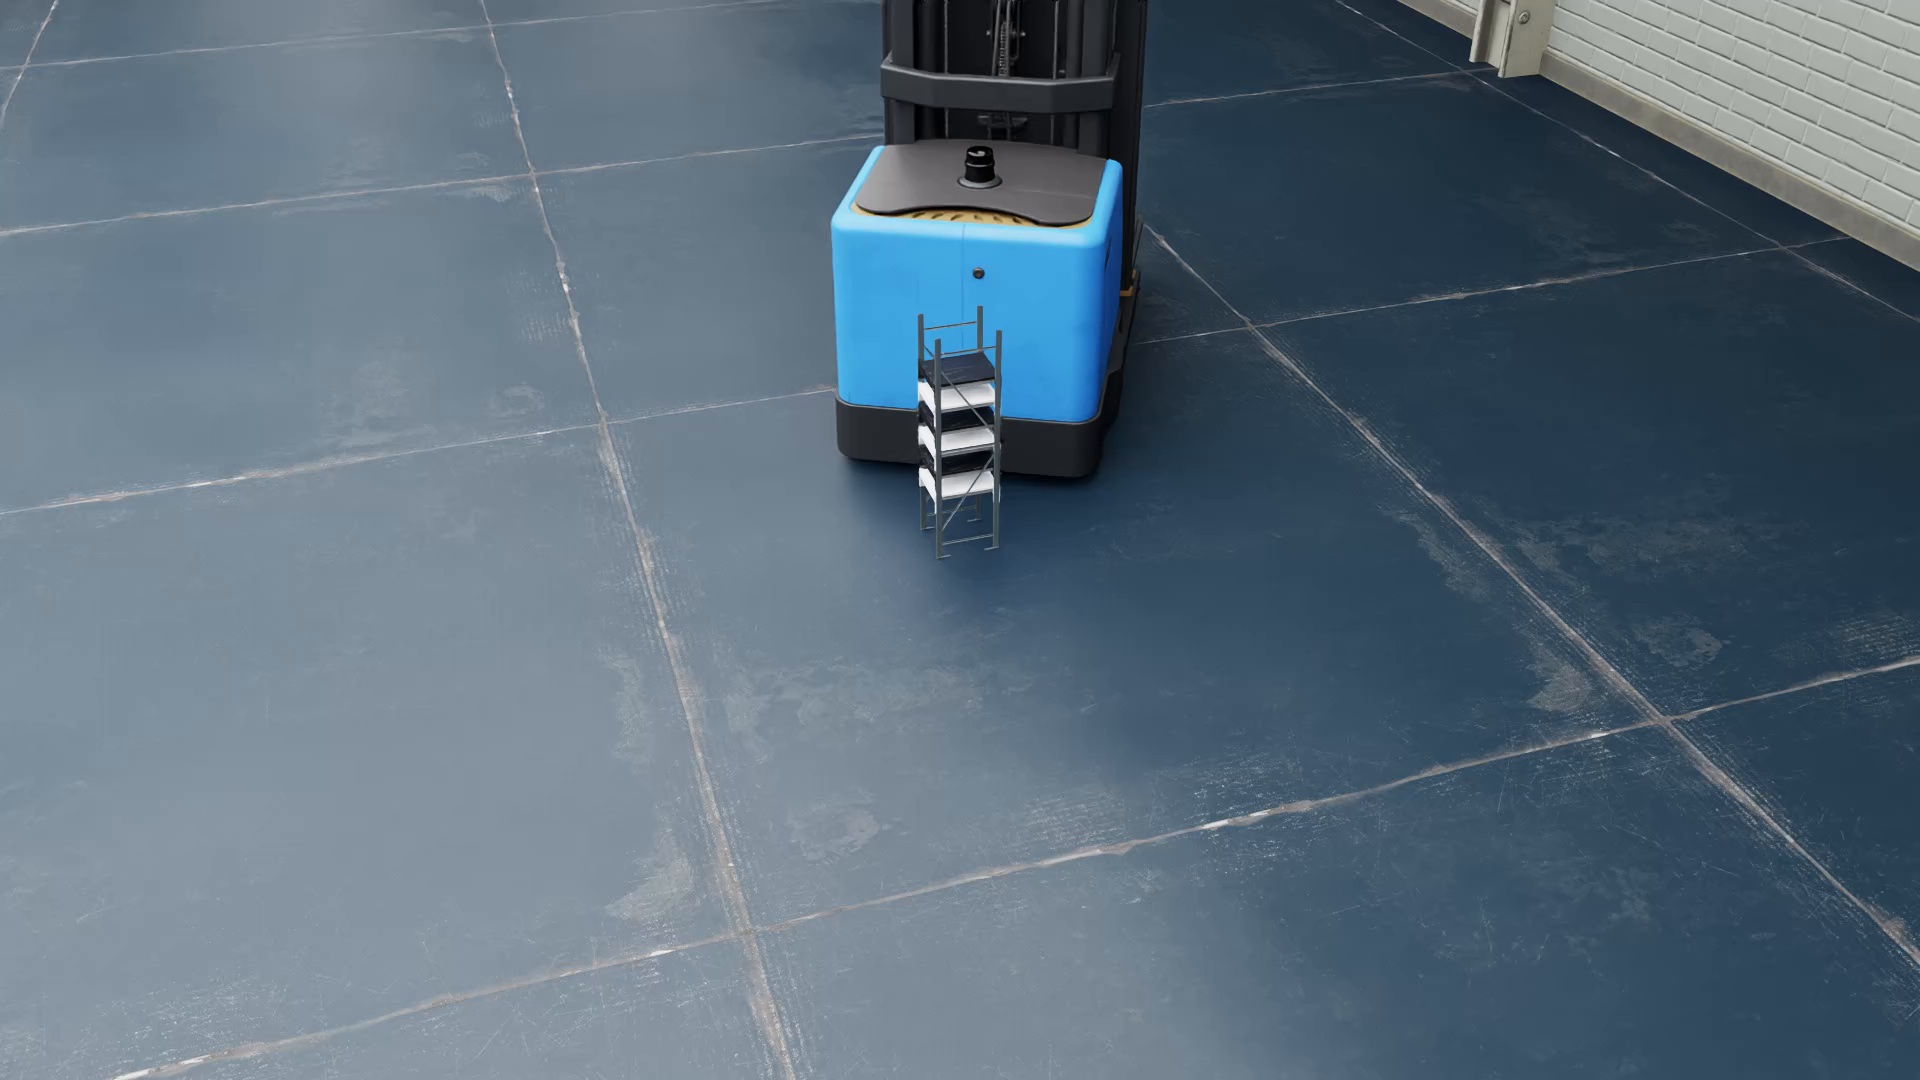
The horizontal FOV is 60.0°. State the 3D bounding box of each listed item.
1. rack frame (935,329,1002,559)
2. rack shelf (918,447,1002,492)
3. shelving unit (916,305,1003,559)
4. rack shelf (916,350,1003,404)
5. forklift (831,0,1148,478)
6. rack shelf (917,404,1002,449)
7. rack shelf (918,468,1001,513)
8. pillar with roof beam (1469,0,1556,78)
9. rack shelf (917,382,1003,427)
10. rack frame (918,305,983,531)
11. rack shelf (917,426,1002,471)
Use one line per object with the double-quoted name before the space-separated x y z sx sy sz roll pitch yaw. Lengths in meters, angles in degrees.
"rack frame" 0.029 -0.326 5.928 0.240 0.900 0.006 -10 35 -15
"rack shelf" -0.002 -0.277 6.076 0.258 0.077 0.200 -10 35 -15
"shelving unit" -0.002 -0.380 6.008 0.258 0.900 0.210 -10 35 -15
"rack shelf" -0.002 -0.577 5.878 0.258 0.077 0.200 -10 35 -15
"forklift" 0.262 -2.268 7.024 1.130 2.935 3.031 5 34 8
"rack shelf" -0.002 -0.427 5.977 0.258 0.077 0.200 -10 35 -15
"rack shelf" -0.002 -0.202 6.126 0.258 0.077 0.200 -10 35 -15
"pillar with roof beam" -0.497 -6.157 7.406 9.100 9.000 0.400 -10 35 -15
"rack shelf" -0.002 -0.502 5.928 0.258 0.077 0.200 -10 35 -15
"rack frame" -0.033 -0.433 6.089 0.240 0.900 0.006 -10 35 -15
"rack shelf" -0.002 -0.352 6.027 0.258 0.077 0.200 -10 35 -15
